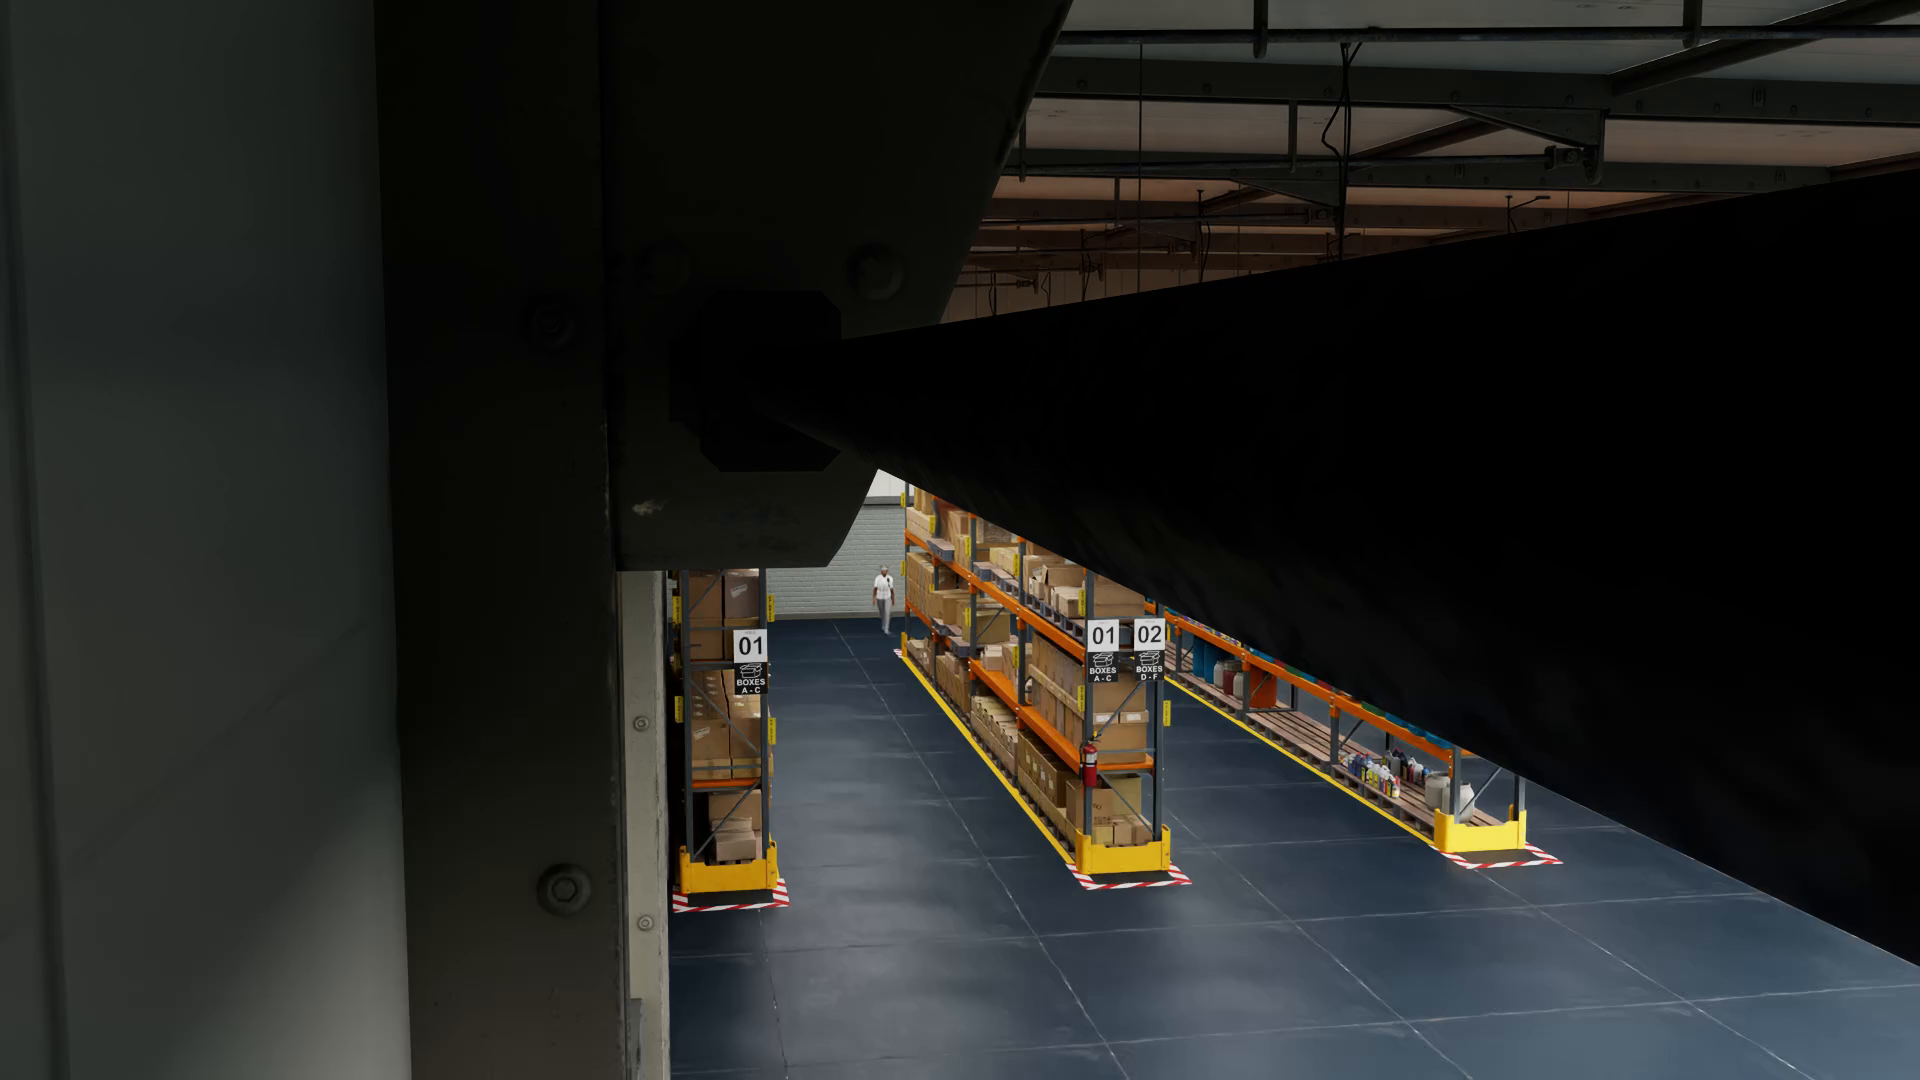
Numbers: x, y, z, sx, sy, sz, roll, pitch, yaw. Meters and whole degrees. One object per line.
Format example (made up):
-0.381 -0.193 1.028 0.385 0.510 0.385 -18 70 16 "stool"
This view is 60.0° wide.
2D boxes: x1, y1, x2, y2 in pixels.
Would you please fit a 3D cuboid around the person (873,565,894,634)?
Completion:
-1.832 1.395 39.641 0.464 1.617 1.025 1 6 9 "person"
